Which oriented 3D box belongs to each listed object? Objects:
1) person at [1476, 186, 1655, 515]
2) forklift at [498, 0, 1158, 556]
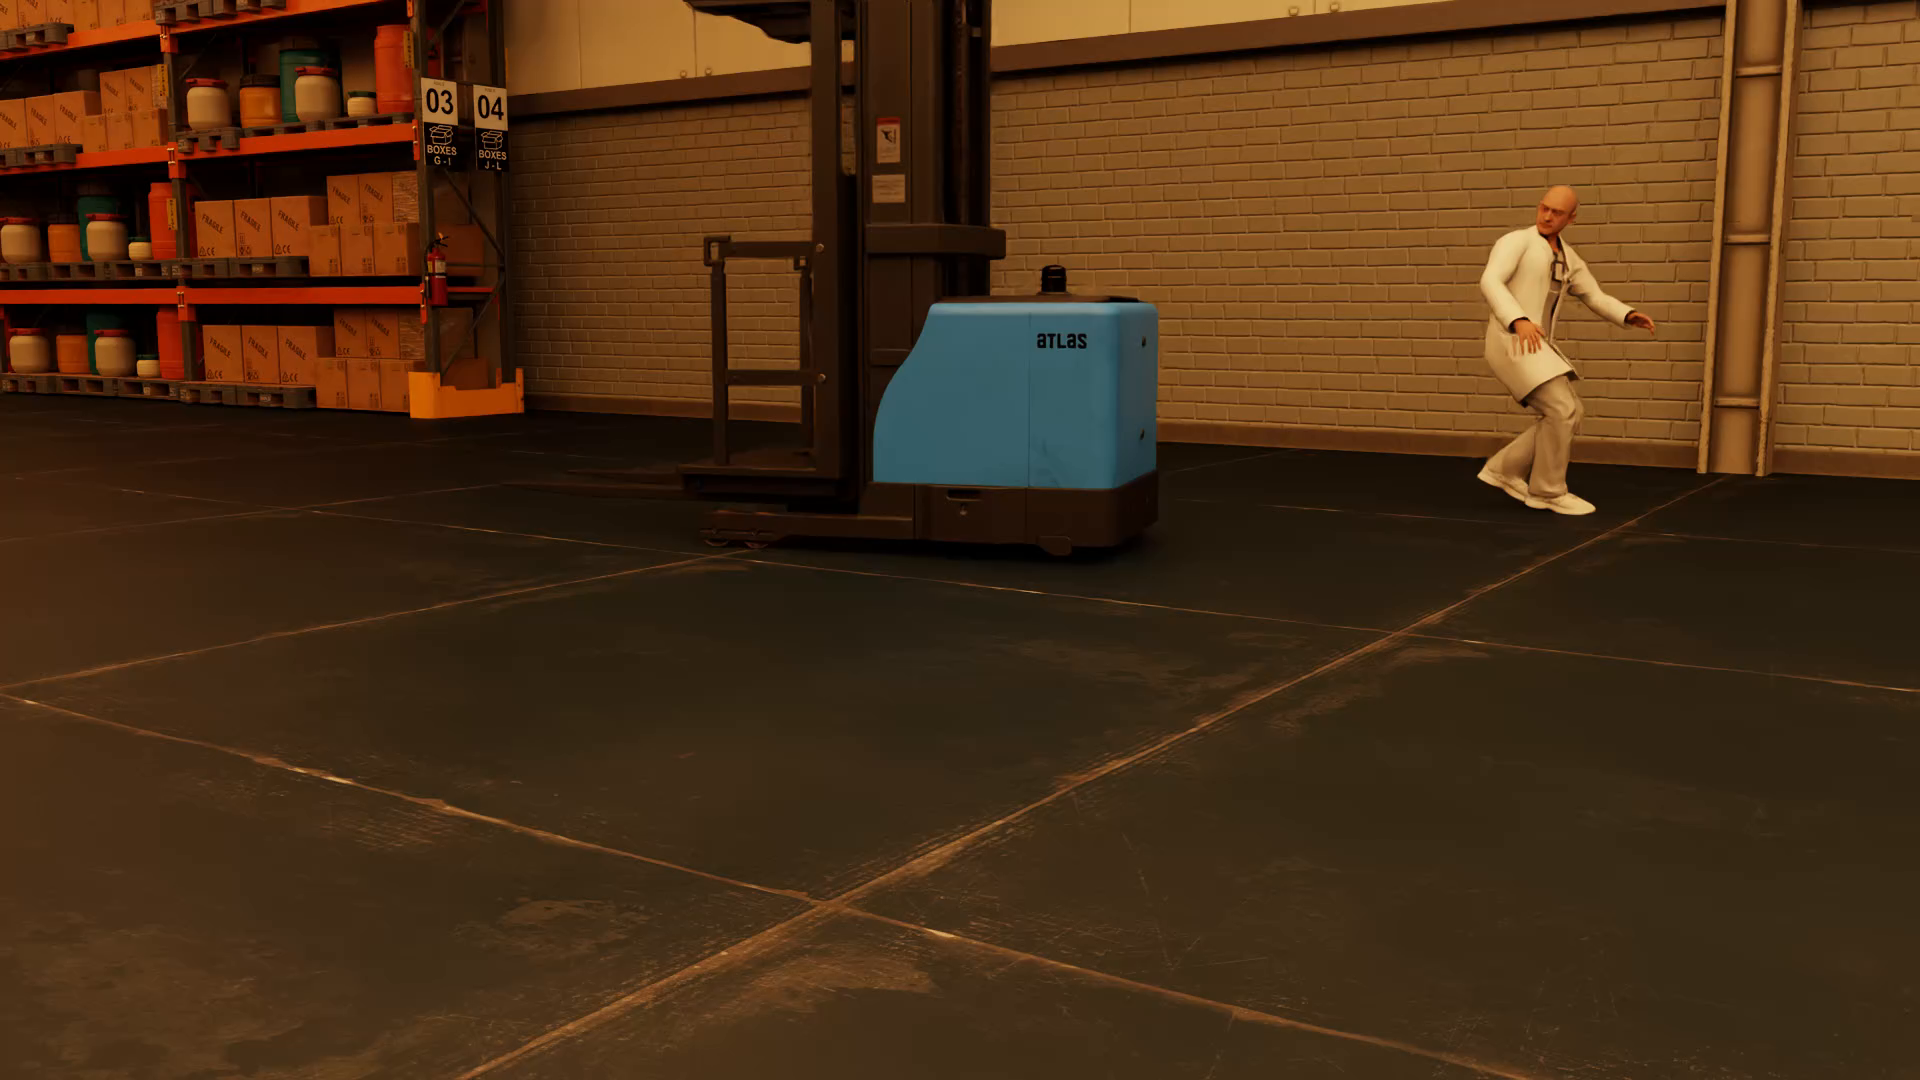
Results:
[{"bbox_3d":[3.058,-0.971,8.525,0.835,1.667,0.888,7,11,41],"label":"person"},{"bbox_3d":[-0.653,-1.479,7.595,3.031,2.935,1.130,3,8,17],"label":"forklift"}]
